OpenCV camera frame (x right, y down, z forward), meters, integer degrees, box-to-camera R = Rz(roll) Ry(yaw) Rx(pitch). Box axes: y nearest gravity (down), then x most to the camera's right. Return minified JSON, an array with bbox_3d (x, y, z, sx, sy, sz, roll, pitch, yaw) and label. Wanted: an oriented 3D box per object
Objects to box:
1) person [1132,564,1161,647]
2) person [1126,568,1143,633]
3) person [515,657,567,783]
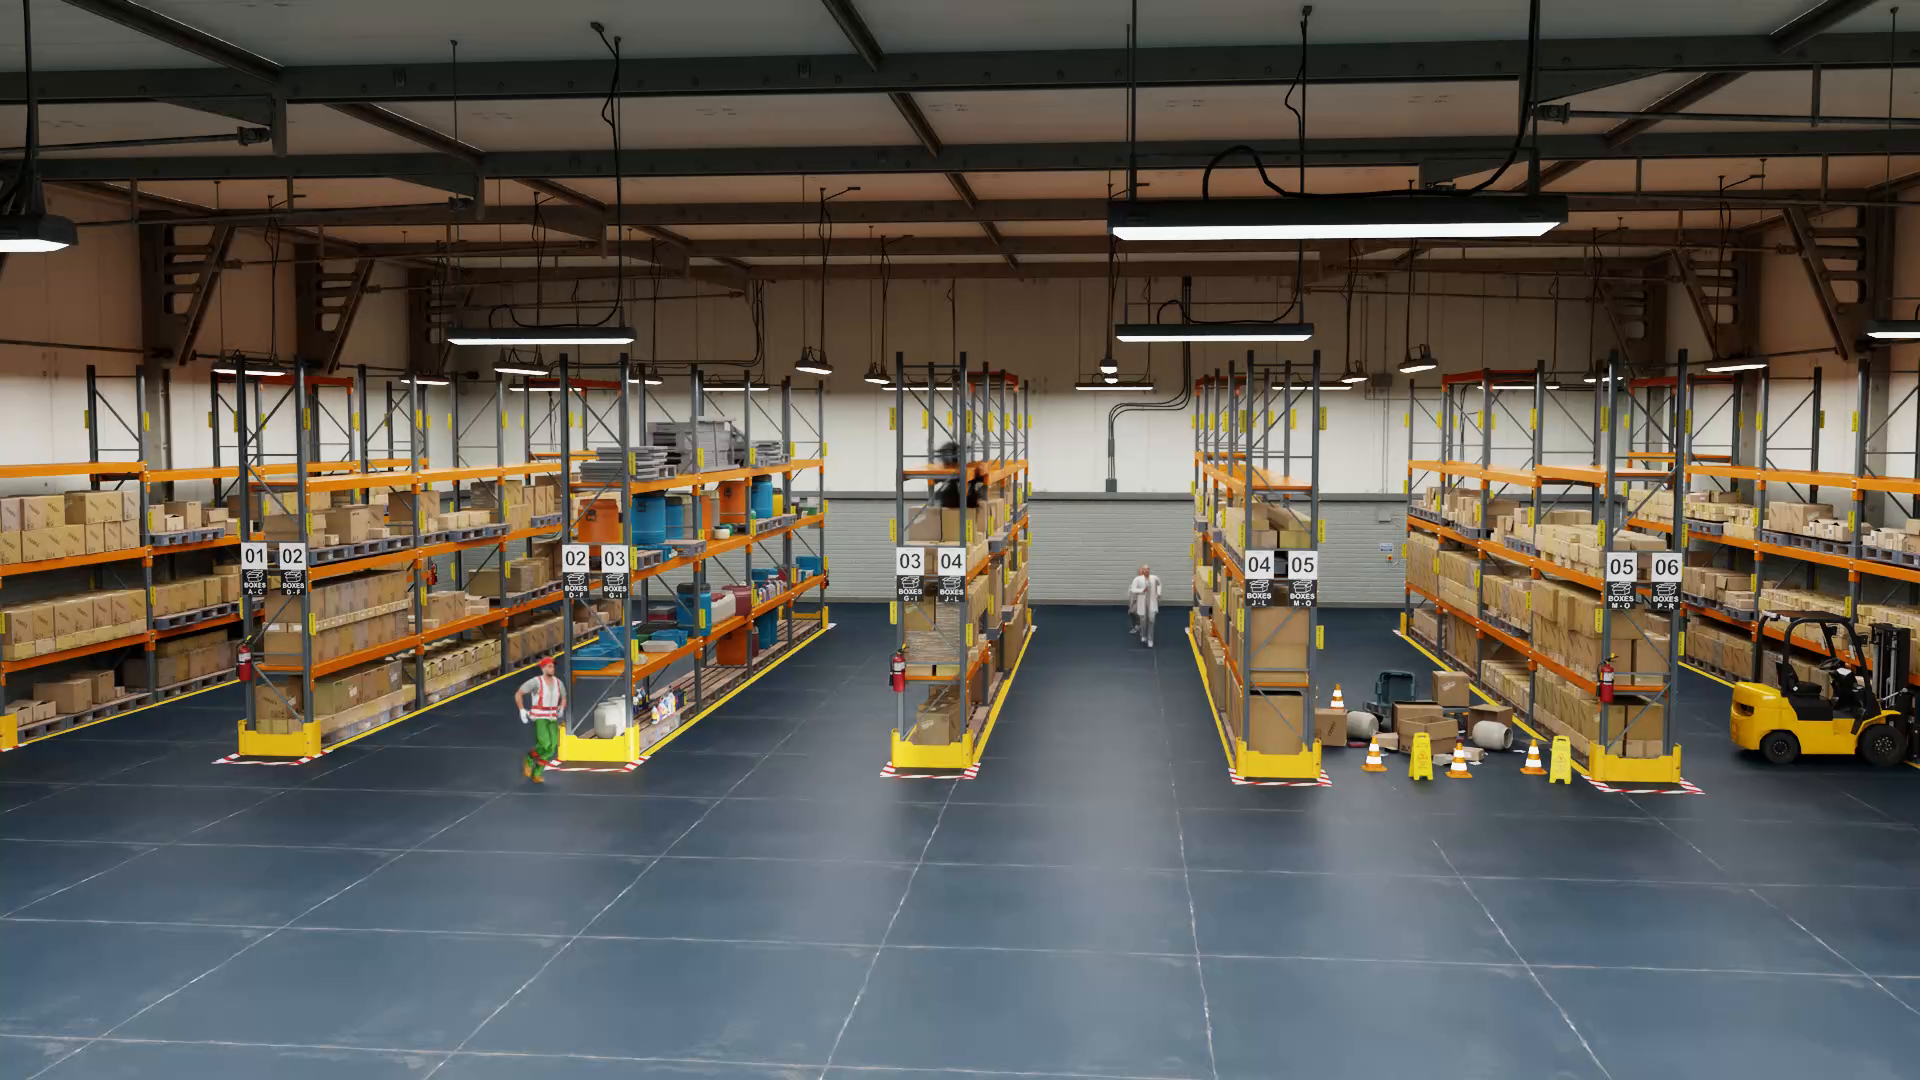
[{"bbox_3d":[4.187,1.468,37.296,0.676,1.848,0.818,0,4,4],"label":"person"},{"bbox_3d":[4.179,1.445,39.352,0.475,1.547,0.603,-4,5,-42],"label":"person"},{"bbox_3d":[-5.750,2.496,23.132,0.527,1.720,0.711,3,5,39],"label":"person"}]
